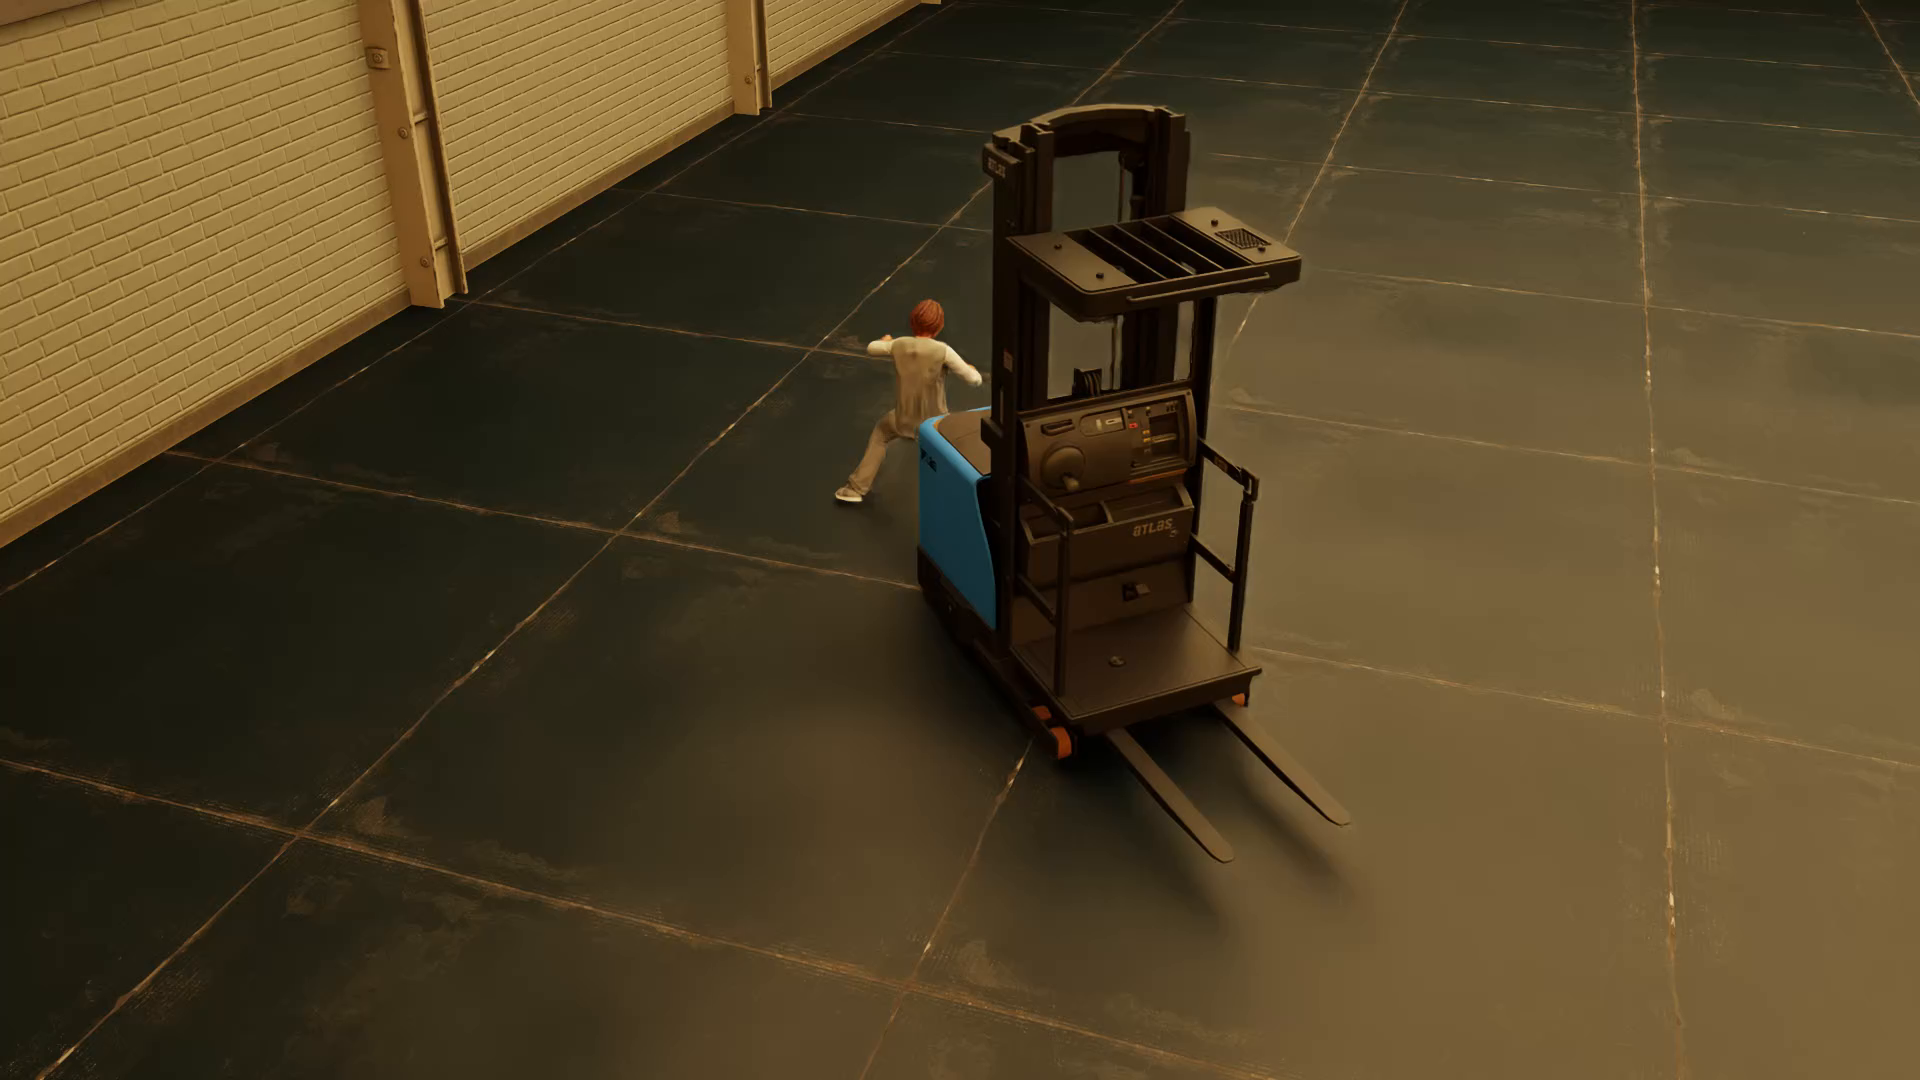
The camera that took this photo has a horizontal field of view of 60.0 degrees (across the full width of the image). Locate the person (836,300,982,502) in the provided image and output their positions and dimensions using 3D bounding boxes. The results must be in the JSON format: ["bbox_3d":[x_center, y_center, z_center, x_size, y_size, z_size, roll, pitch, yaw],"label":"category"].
[{"bbox_3d":[-0.195,-0.833,10.146,1.126,1.396,0.648,12,32,19],"label":"person"}]

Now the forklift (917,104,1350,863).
[{"bbox_3d":[0.822,-0.434,7.898,1.130,2.935,3.031,-13,32,-21],"label":"forklift"}]
